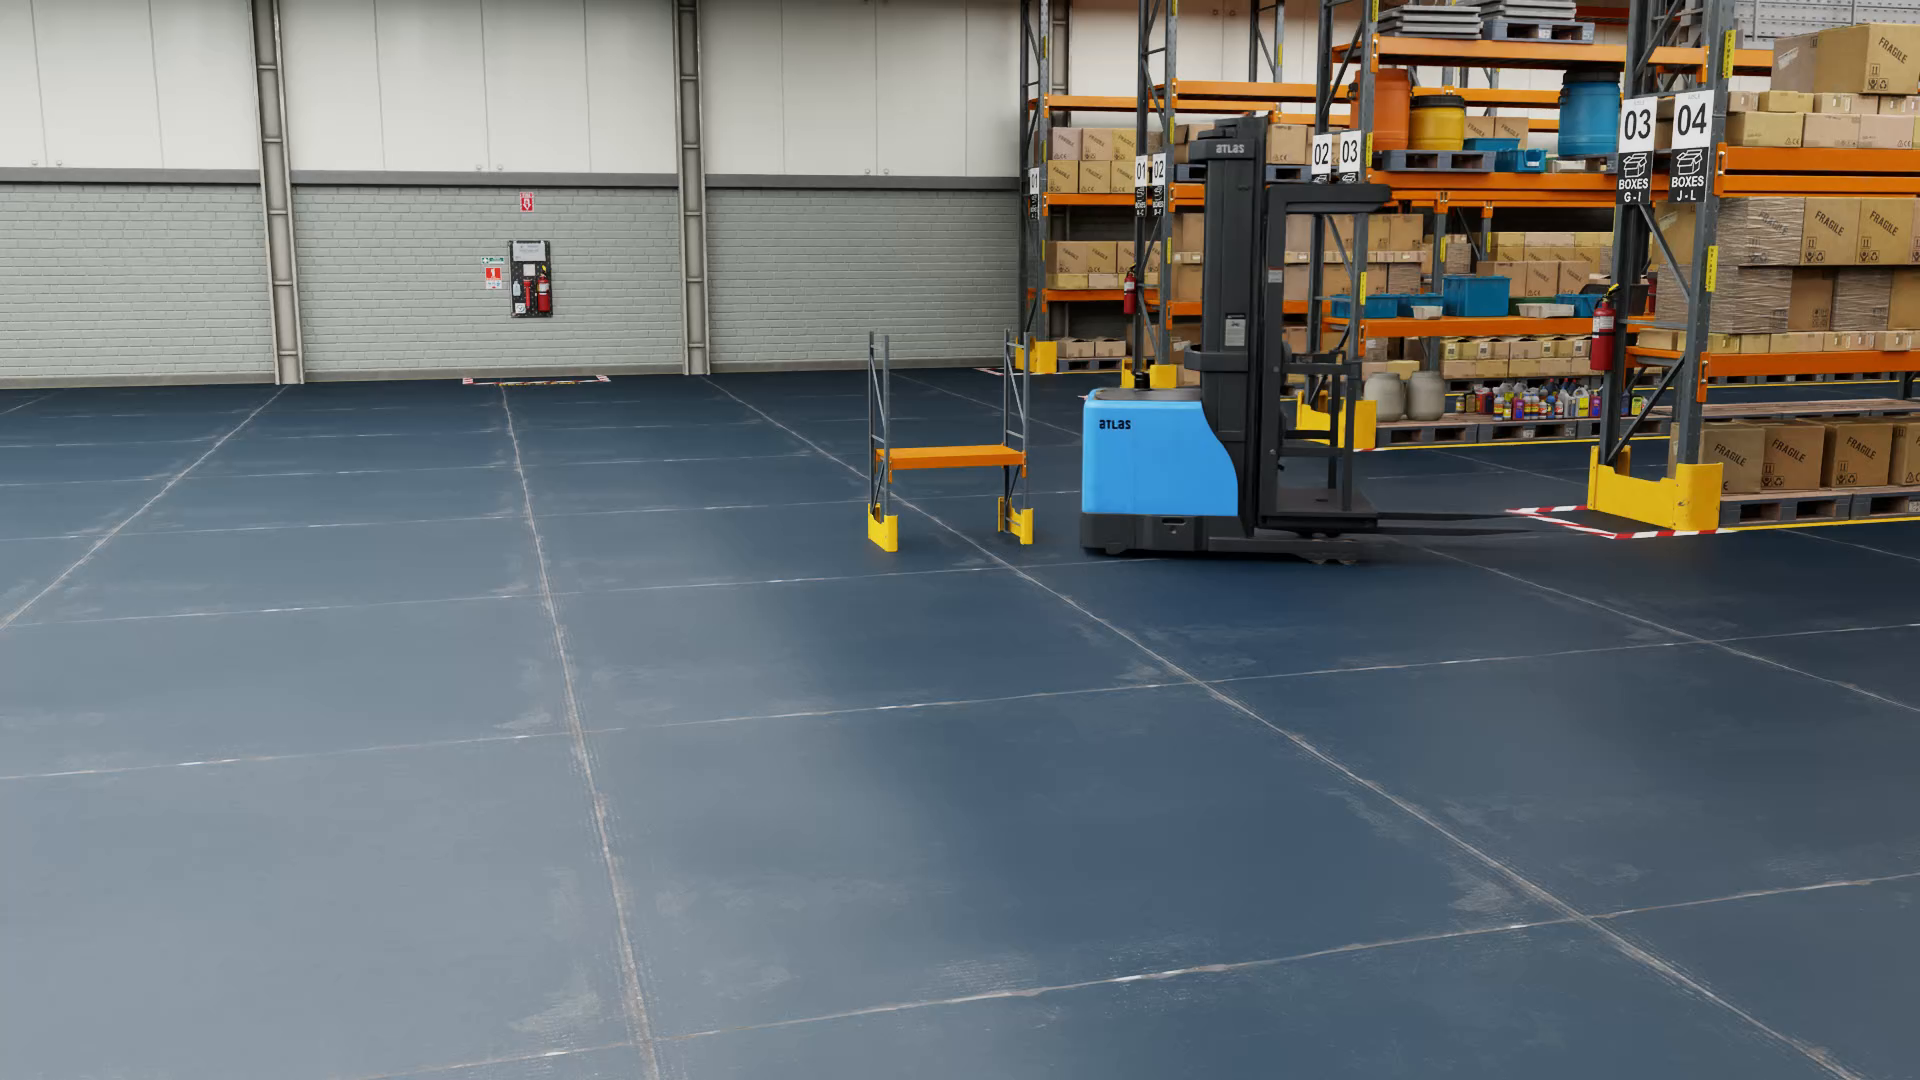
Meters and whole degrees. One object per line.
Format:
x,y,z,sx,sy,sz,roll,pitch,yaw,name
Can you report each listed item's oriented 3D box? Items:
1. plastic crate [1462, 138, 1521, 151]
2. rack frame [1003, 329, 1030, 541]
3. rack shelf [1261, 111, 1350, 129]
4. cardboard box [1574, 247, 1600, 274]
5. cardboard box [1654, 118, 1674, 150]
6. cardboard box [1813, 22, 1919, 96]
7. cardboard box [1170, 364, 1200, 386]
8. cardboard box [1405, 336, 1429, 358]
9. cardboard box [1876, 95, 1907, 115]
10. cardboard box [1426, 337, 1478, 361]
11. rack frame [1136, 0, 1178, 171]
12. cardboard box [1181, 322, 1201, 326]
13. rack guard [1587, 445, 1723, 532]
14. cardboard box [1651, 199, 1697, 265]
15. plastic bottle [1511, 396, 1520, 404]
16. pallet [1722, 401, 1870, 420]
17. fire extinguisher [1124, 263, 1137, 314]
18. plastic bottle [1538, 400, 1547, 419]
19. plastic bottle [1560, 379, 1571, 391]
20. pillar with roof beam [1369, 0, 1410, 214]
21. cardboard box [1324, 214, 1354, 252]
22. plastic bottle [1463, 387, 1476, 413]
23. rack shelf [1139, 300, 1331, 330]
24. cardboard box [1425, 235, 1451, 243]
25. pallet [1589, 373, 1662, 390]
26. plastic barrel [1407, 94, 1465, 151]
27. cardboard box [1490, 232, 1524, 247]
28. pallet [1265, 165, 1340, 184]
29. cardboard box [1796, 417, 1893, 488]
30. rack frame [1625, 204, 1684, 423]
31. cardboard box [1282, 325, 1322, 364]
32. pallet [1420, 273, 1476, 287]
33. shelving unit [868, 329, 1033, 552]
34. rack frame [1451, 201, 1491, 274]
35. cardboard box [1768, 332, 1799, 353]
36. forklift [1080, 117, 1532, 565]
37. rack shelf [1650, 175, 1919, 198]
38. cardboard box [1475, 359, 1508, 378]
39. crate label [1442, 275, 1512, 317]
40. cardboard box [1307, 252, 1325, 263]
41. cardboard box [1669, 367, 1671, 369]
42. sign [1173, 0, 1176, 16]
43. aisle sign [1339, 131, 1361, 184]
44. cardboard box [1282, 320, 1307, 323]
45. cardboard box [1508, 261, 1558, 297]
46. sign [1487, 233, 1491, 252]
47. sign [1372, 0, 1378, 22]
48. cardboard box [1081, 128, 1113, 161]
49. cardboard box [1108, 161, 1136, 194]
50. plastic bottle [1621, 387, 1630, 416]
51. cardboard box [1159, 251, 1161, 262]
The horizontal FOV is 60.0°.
5.672,-4.119,17.894,0.575,0.384,0.392,-3,11,-16,plastic crate
0.406,-0.759,12.027,0.032,1.500,0.500,-3,11,-16,rack frame
6.917,-6.928,27.918,4.000,0.370,1.077,-3,11,-16,rack shelf
10.855,-4.893,29.185,0.500,0.500,0.500,-3,11,-14,cardboard box
5.701,-3.112,12.793,0.500,0.250,0.500,-3,11,-15,cardboard box
6.810,-3.586,12.479,0.500,0.500,0.500,-3,11,-16,cardboard box
3.121,-2.207,22.182,0.500,0.250,0.500,-3,11,-16,cardboard box
6.694,-2.767,23.676,0.500,0.311,0.500,-3,11,-16,cardboard box
6.897,-3.273,12.567,0.250,0.149,0.380,-4,11,-19,cardboard box
6.851,-2.674,23.172,0.500,0.311,0.500,-3,11,-16,cardboard box
2.544,-6.314,21.491,0.127,3.000,1.000,-3,11,-16,rack frame
4.011,-3.355,27.673,0.500,0.500,0.500,-4,11,-20,cardboard box
5.382,-0.416,12.926,0.348,0.500,1.175,-3,11,-16,rack guard
5.768,-2.400,12.937,0.500,0.500,0.500,-3,11,-16,cardboard box
6.182,-1.517,18.517,0.097,0.201,0.097,0,10,0,plastic bottle
9.682,-1.442,19.299,1.213,0.211,1.003,-3,11,-16,pallet
2.301,-3.401,22.447,0.183,0.674,0.296,-3,11,-16,fire extinguisher
6.273,-1.408,17.922,0.097,0.201,0.097,0,10,0,plastic bottle
6.875,-1.650,18.825,0.185,0.351,0.144,-3,11,-14,plastic bottle
8.551,-6.916,24.761,0.548,9.000,9.100,-3,11,-16,pillar with roof beam
4.995,-4.179,22.602,0.500,0.500,0.700,-3,11,-16,cardboard box
5.673,-1.561,18.530,0.133,0.283,0.061,-3,11,-15,plastic bottle
4.465,-3.111,22.649,4.000,0.370,1.077,-3,11,-16,rack shelf
8.210,-5.173,28.576,0.250,0.149,0.380,-5,12,-25,cardboard box
9.424,-2.362,24.296,1.213,0.211,1.003,-3,11,-16,pallet
4.984,-4.357,17.462,0.600,0.588,0.600,0,10,0,plastic barrel
9.373,-5.183,28.693,0.500,0.250,0.500,-3,11,-15,cardboard box
4.404,-4.889,22.279,1.213,0.211,1.003,-3,11,-16,pallet
7.084,-0.712,13.374,0.500,0.500,0.500,-2,11,-11,cardboard box
7.766,-2.705,18.455,0.127,3.000,1.000,-3,11,-16,rack frame
4.562,-2.651,22.524,0.500,0.500,0.500,-3,11,-16,cardboard box
8.183,-4.481,28.630,1.003,0.211,1.213,-3,11,-16,pallet
-0.073,-0.734,11.890,1.083,1.500,0.587,-3,11,-16,shelving unit
8.837,-4.630,28.910,0.127,3.000,1.000,-3,11,-16,rack frame
6.139,-1.510,12.660,0.250,0.149,0.380,-3,11,-16,cardboard box
2.381,-1.379,11.443,3.031,2.935,1.130,1,11,7,forklift
9.686,-3.928,18.798,4.000,0.370,1.077,-3,11,-16,rack shelf
7.332,-2.423,23.360,0.500,0.250,0.500,-3,11,-15,cardboard box
5.617,-2.660,18.114,0.616,0.435,0.502,-3,11,-16,crate label
4.710,-3.805,22.365,0.250,0.149,0.380,-3,11,-14,cardboard box
10.742,-2.729,24.275,0.500,0.500,0.500,-3,11,-14,cardboard box
2.693,-6.755,20.866,0.005,0.325,0.100,-3,11,-16,sign
3.938,-3.727,16.824,0.004,0.787,0.394,-3,11,-16,aisle sign
5.699,-3.454,28.215,0.500,0.500,0.700,-3,11,-14,cardboard box
8.113,-3.703,23.603,0.500,0.500,0.500,-3,11,-16,cardboard box
8.998,-5.066,28.302,0.005,0.325,0.100,-3,11,-16,sign
4.075,-5.254,16.311,0.005,0.325,0.100,-3,11,-16,sign
2.090,-6.245,26.304,0.500,0.500,0.500,-3,11,-17,cardboard box
2.570,-5.780,26.544,0.500,0.500,0.500,-2,11,-13,cardboard box
7.228,-1.536,18.206,0.185,0.351,0.144,-3,11,-17,plastic bottle
2.858,-3.784,22.251,0.250,0.149,0.380,-3,11,-17,cardboard box
